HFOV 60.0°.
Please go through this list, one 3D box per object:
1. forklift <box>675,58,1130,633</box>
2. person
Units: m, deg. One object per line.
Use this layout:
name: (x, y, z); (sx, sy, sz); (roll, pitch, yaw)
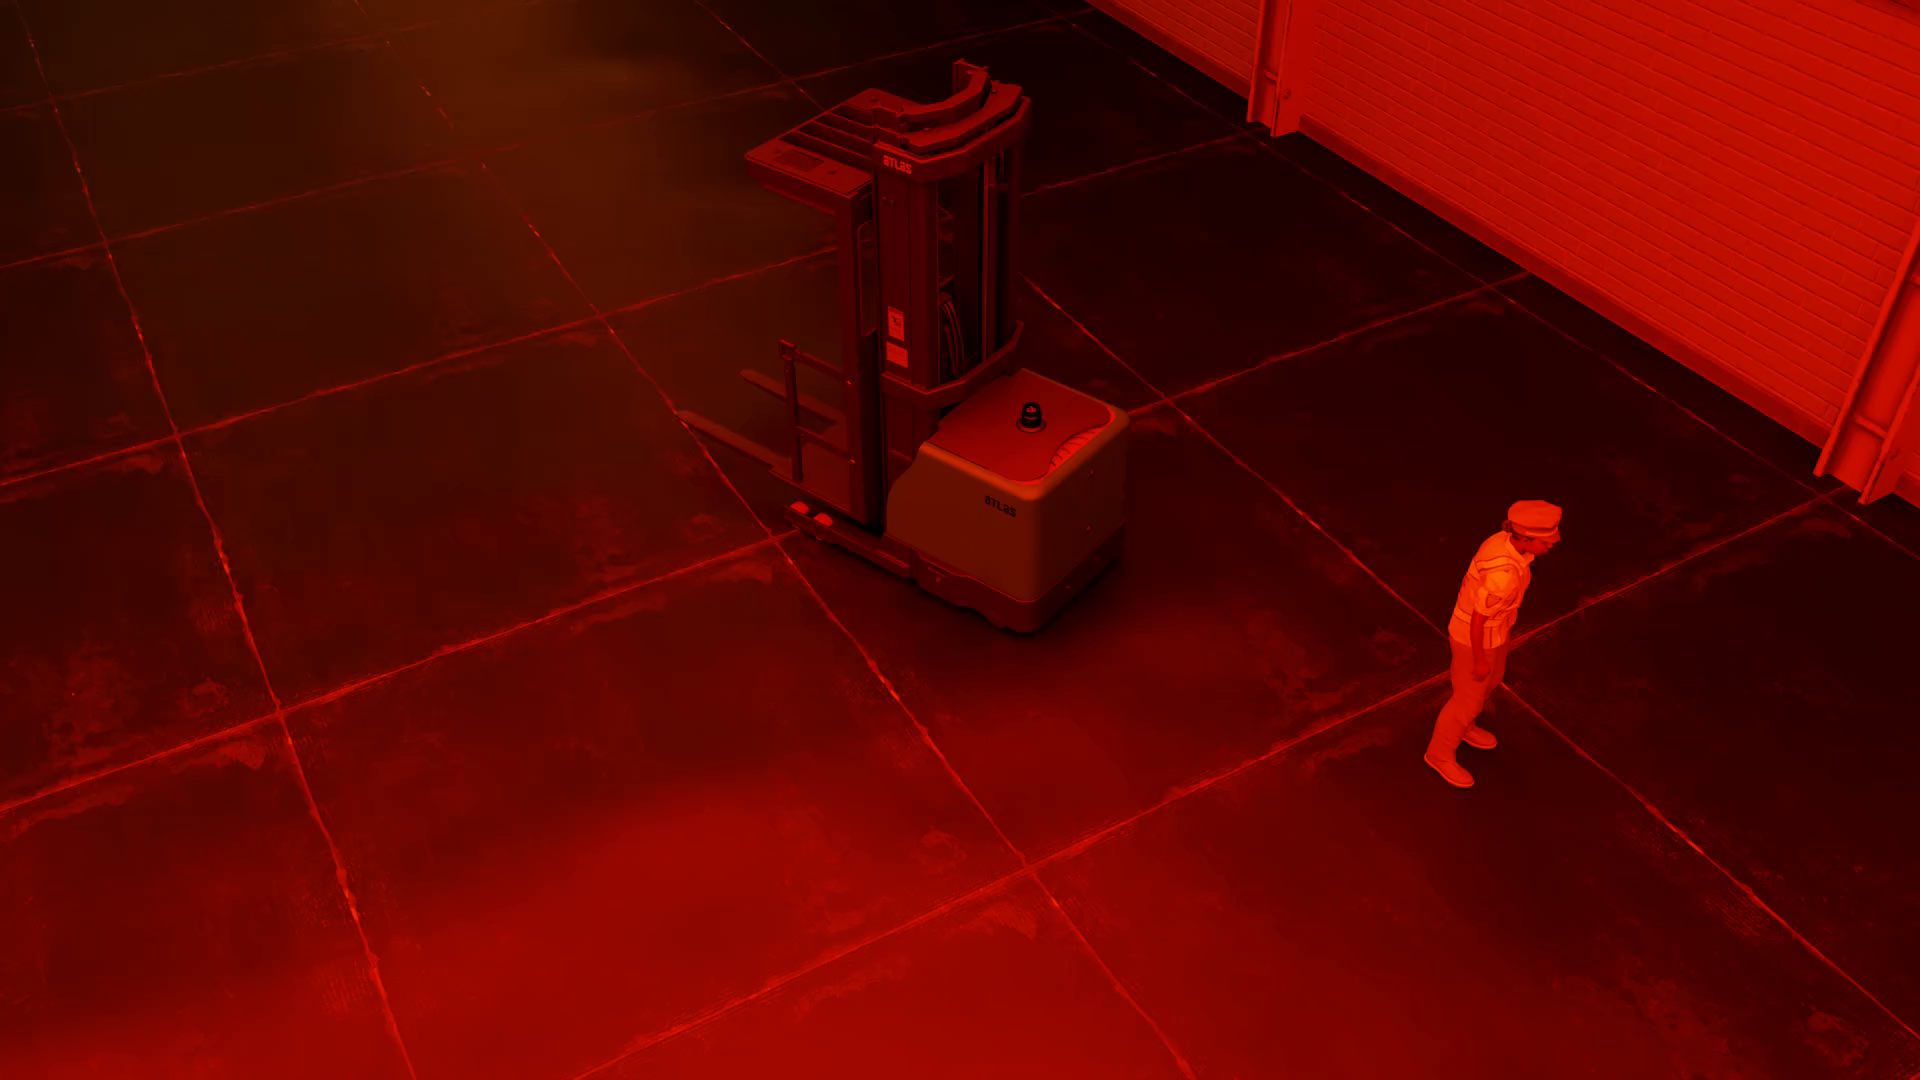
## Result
forklift: (-0.481, -1.366, 9.683); (3.031, 2.935, 1.130); (26, 46, 28)
person: (2.679, 0.490, 8.440); (0.391, 1.664, 0.532); (22, 44, 24)
